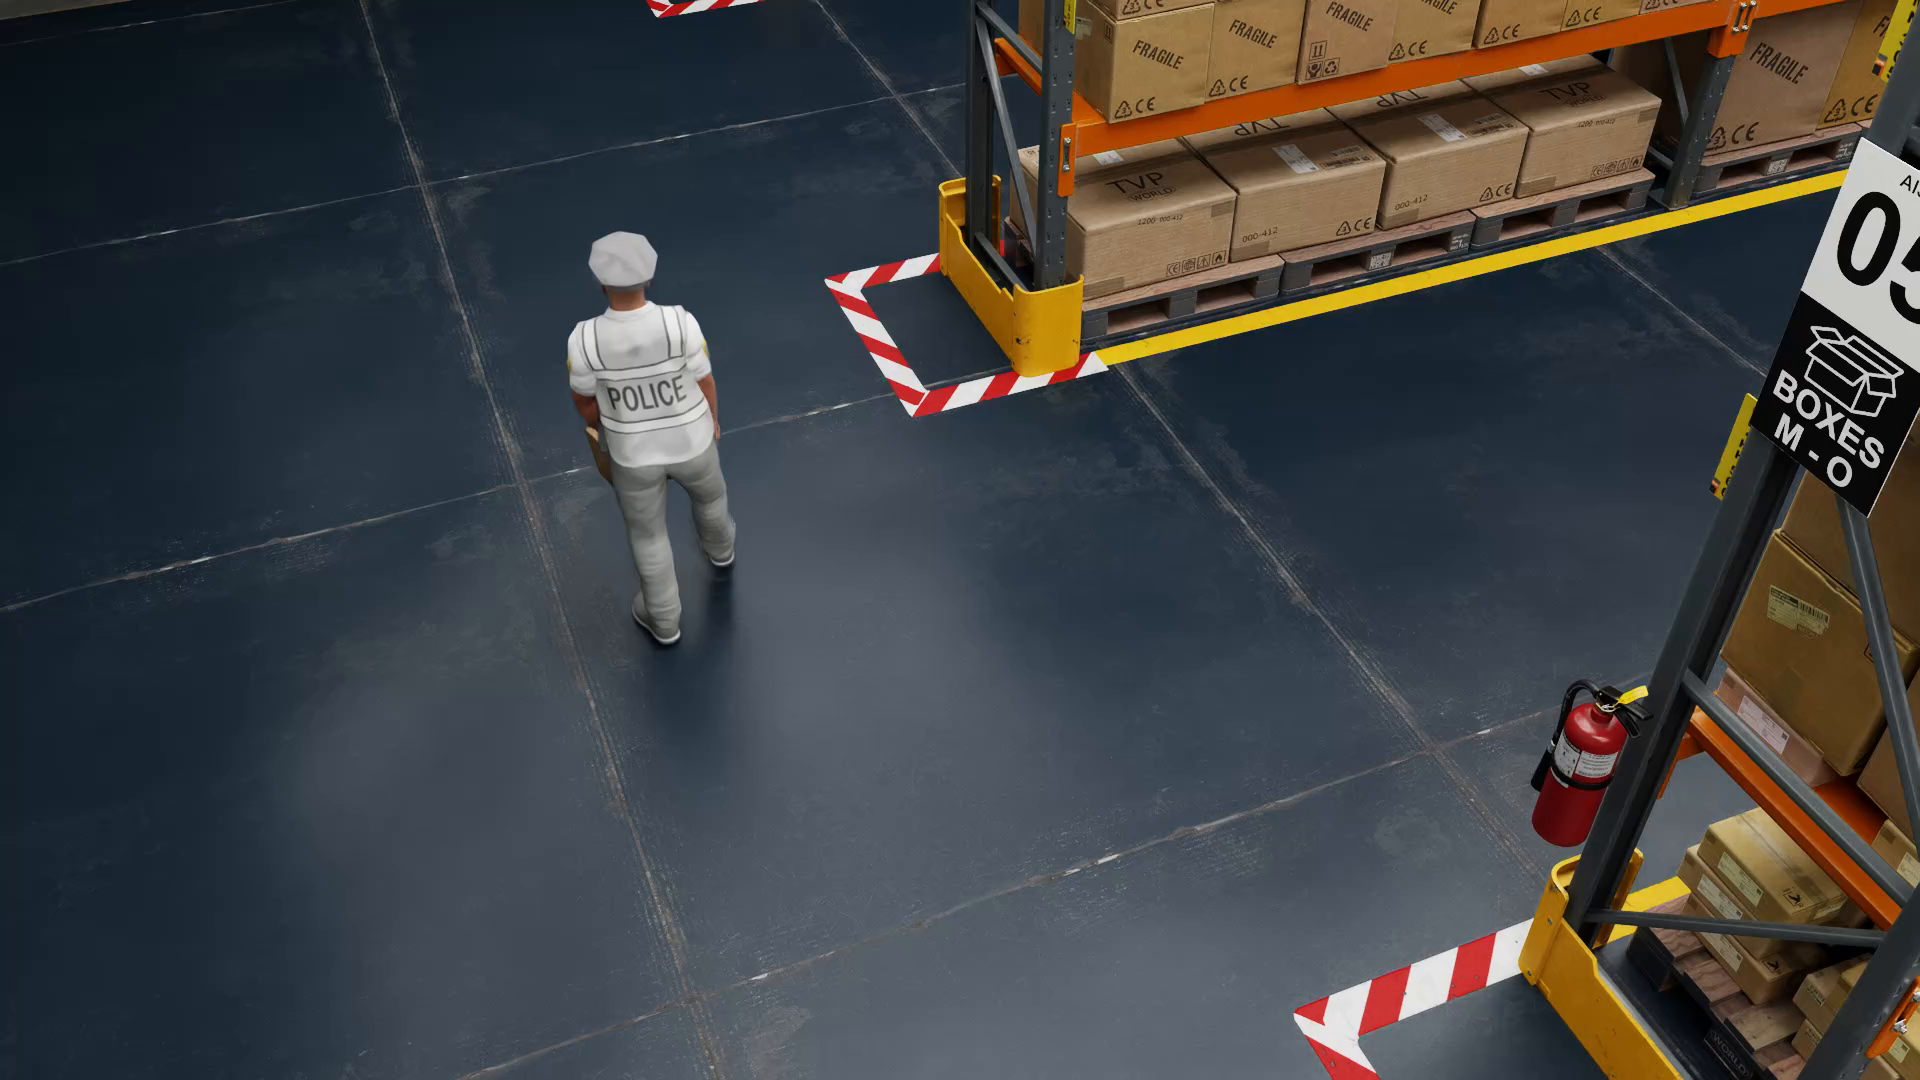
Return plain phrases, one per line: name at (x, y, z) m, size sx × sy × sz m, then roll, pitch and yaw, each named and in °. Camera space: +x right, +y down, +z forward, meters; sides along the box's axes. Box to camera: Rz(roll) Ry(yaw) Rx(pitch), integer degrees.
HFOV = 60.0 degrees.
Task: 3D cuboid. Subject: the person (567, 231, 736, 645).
person at (-1.223, -0.463, 6.651) m, size 0.585 × 1.760 × 0.738 m, roll -9°, pitch 42°, yaw -10°
